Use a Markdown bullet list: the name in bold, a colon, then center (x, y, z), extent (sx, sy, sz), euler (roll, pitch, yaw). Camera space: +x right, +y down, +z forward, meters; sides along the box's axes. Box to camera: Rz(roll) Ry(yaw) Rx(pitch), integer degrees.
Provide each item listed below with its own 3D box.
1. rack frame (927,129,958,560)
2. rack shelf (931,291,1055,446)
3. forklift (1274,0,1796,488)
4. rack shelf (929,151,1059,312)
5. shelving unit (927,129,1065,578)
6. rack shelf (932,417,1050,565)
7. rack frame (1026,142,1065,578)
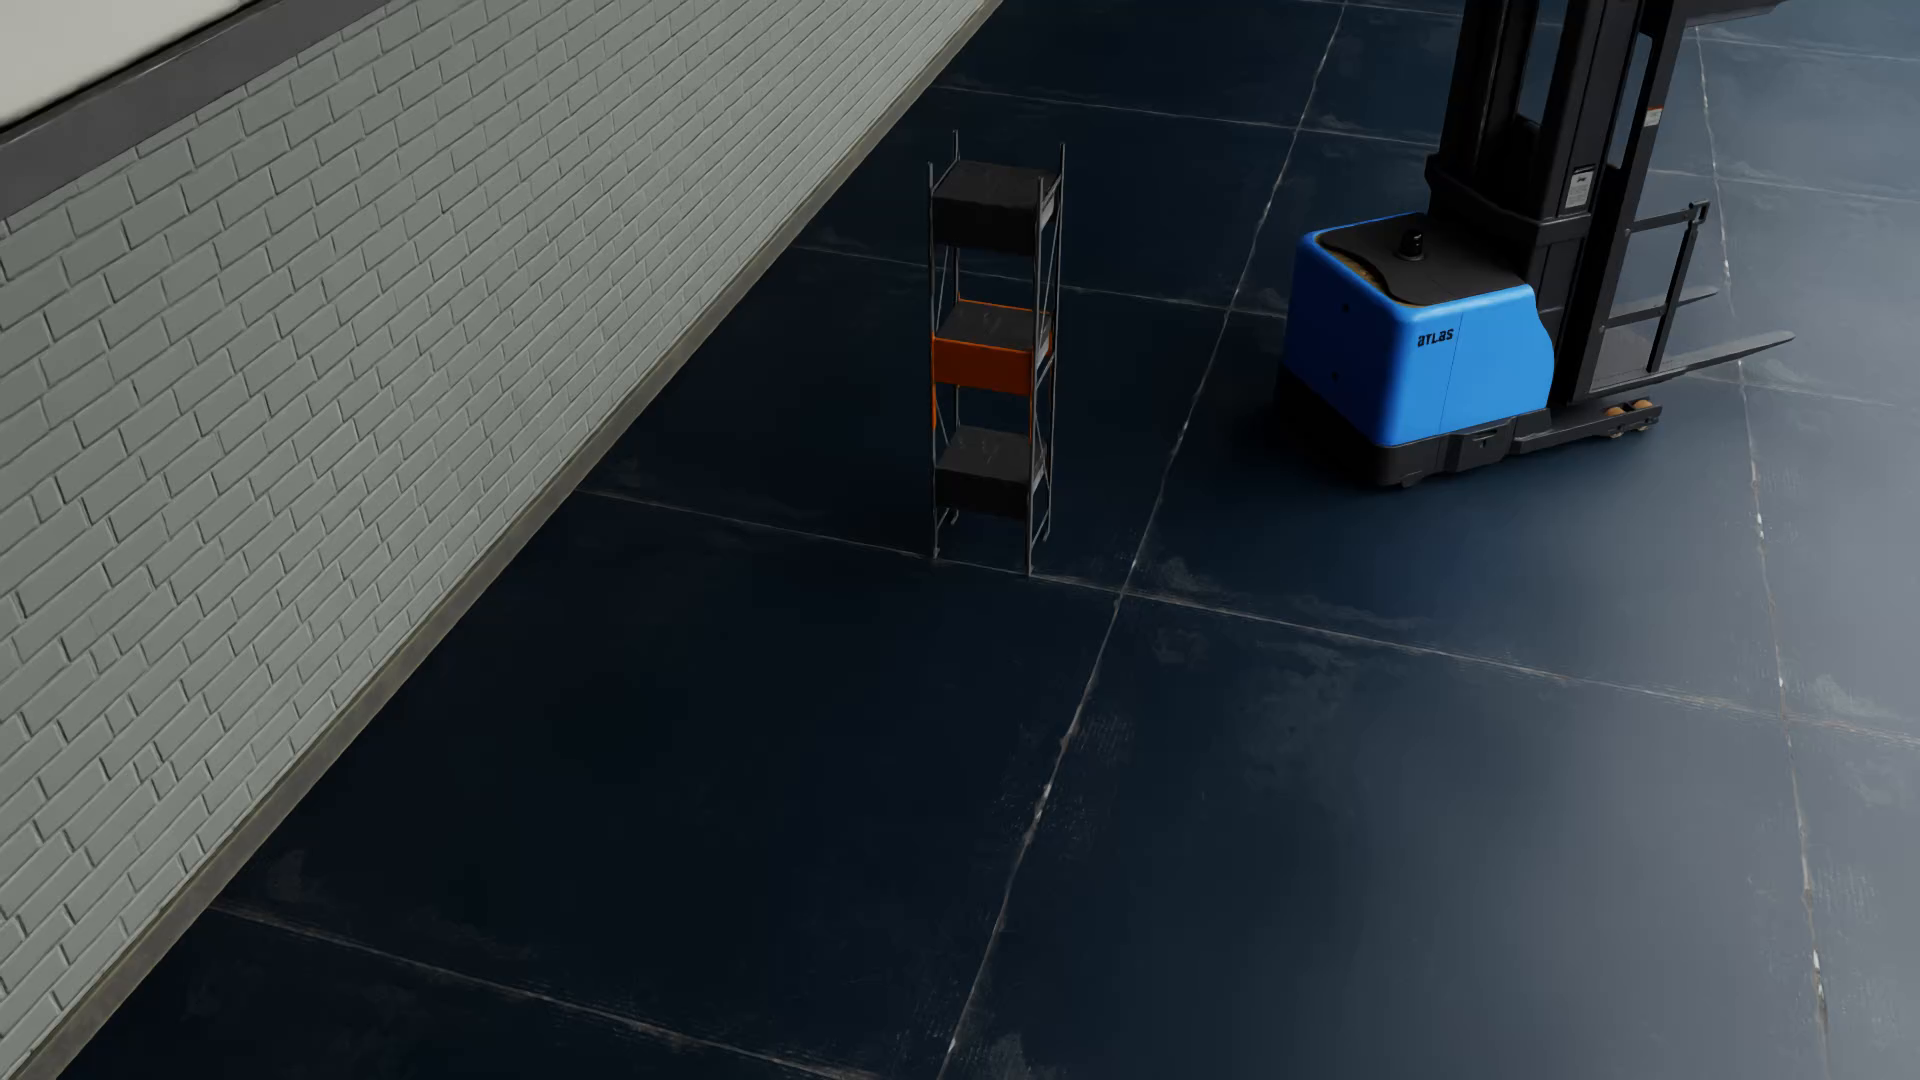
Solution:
- **rack frame**: center (-0.075, -0.860, 7.831), extent (0.015, 2.100, 0.400), euler (10, 38, 14)
- **rack shelf**: center (0.158, -0.805, 7.781), extent (0.480, 0.518, 0.431), euler (10, 38, 14)
- **forklift**: center (3.342, -2.020, 8.708), extent (3.031, 2.935, 1.130), euler (-14, 39, -18)
- **rack shelf**: center (0.158, -1.369, 7.366), extent (0.480, 0.518, 0.431), euler (10, 38, 14)
- **shelving unit**: center (0.158, -0.816, 7.773), extent (0.503, 2.100, 0.431), euler (10, 38, 14)
- **rack shelf**: center (0.158, -0.242, 8.196), extent (0.480, 0.518, 0.431), euler (10, 38, 14)
- **rack frame**: center (0.391, -0.773, 7.714), extent (0.015, 2.100, 0.400), euler (10, 38, 14)
